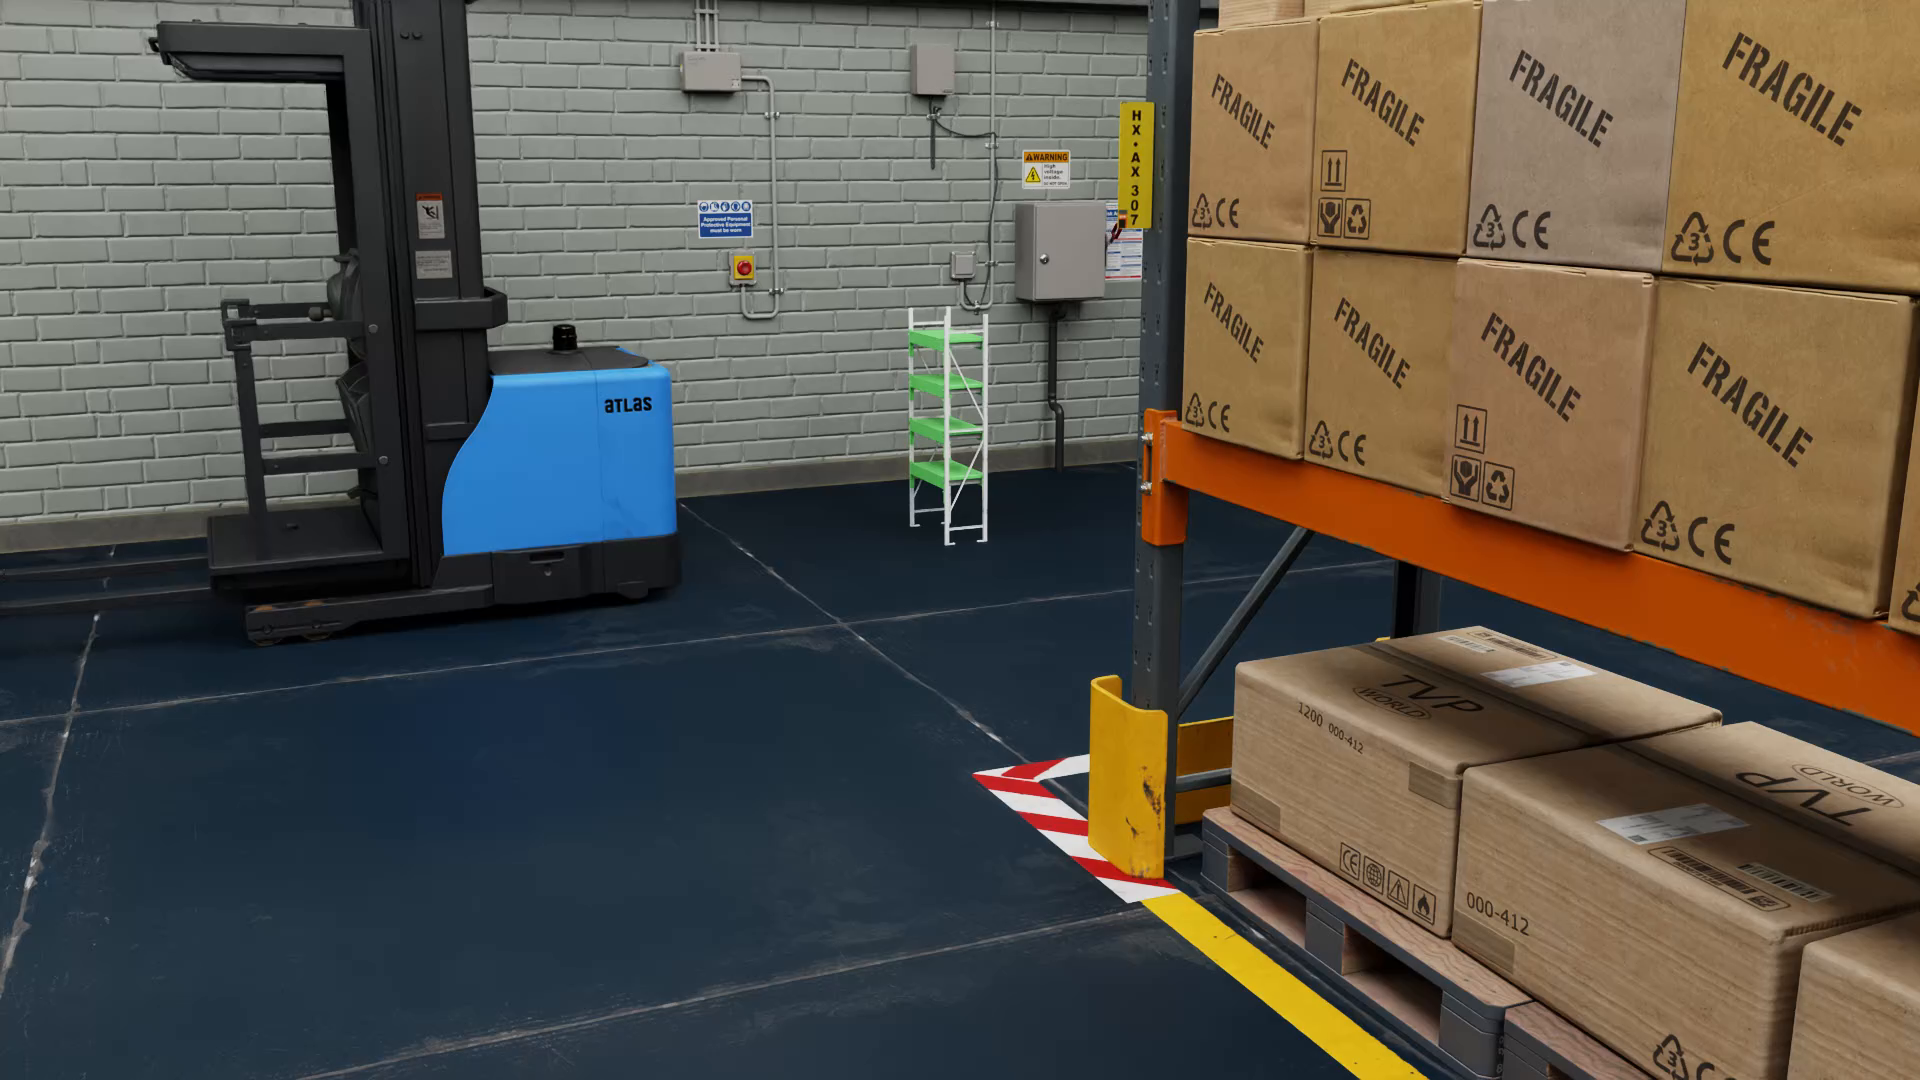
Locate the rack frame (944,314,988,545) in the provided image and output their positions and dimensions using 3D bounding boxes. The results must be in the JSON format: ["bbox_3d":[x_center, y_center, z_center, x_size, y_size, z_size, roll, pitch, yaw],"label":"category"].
[{"bbox_3d":[0.031,-0.568,8.665,0.240,1.200,0.015,-6,14,-23],"label":"rack frame"}]

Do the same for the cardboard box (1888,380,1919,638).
[{"bbox_3d":[1.732,-0.081,2.344,0.500,0.500,0.500,-6,14,-24],"label":"cardboard box"}]

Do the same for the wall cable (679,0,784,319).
[{"bbox_3d":[-1.305,-2.250,9.618,0.585,1.953,0.123,-6,14,-23],"label":"wall cable"}]

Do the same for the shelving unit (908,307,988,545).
[{"bbox_3d":[-0.066,-0.619,8.882,0.258,1.200,0.503,-6,14,-23],"label":"shelving unit"}]

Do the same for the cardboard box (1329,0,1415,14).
[{"bbox_3d":[1.033,-1.219,3.606,0.380,0.149,0.250,-5,14,-21],"label":"cardboard box"}]

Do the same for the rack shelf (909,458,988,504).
[{"bbox_3d":[-0.066,-0.323,8.951,0.258,0.148,0.480,-6,14,-23],"label":"rack shelf"}]

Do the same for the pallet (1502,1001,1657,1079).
[{"bbox_3d":[1.852,1.191,3.255,1.003,0.211,1.213,-6,14,-23],"label":"pallet"}]

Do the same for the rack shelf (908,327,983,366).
[{"bbox_3d":[-0.066,-1.024,8.789,0.258,0.148,0.480,-6,14,-23],"label":"rack shelf"}]

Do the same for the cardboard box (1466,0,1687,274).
[{"bbox_3d":[1.333,-0.776,3.133,0.500,0.500,0.500,-6,14,-23],"label":"cardboard box"}]

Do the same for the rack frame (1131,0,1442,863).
[{"bbox_3d":[0.975,-0.577,4.711,1.000,3.000,0.127,-6,14,-23],"label":"rack frame"}]

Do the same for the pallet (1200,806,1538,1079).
[{"bbox_3d":[1.367,0.940,4.342,1.003,0.211,1.213,-6,14,-23],"label":"pallet"}]

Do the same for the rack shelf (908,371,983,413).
[{"bbox_3d":[-0.066,-0.790,8.843,0.258,0.148,0.480,-6,14,-23],"label":"rack shelf"}]

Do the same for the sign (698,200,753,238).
[{"bbox_3d":[-1.373,-1.880,9.741,0.327,0.218,0.001,-6,14,-23],"label":"sign"}]

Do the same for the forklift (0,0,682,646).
[{"bbox_3d":[-2.854,-1.120,7.209,3.031,2.935,1.130,-6,14,-24],"label":"forklift"}]

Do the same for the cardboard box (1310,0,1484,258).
[{"bbox_3d":[1.120,-0.882,3.589,0.500,0.500,0.500,-6,14,-24],"label":"cardboard box"}]

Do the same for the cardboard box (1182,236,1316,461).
[{"bbox_3d":[0.905,-0.501,4.159,0.500,0.500,0.500,-6,14,-23],"label":"cardboard box"}]

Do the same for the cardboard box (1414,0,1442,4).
[{"bbox_3d":[1.155,-1.166,3.378,0.380,0.149,0.250,-6,14,-25],"label":"cardboard box"}]

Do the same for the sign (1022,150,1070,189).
[{"bbox_3d":[0.545,-2.340,10.495,0.339,0.242,0.001,-6,14,-23],"label":"sign"}]

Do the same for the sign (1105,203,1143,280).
[{"bbox_3d":[1.048,-1.941,10.814,0.329,0.494,0.001,-6,14,-23],"label":"sign"}]

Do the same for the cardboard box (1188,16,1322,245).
[{"bbox_3d":[0.907,-0.988,4.048,0.500,0.500,0.500,-6,14,-24],"label":"cardboard box"}]

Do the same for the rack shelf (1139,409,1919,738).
[{"bbox_3d":[1.777,0.187,3.007,1.077,0.370,4.000,-6,14,-23],"label":"rack shelf"}]

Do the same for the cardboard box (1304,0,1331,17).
[{"bbox_3d":[1.034,-1.283,3.883,0.380,0.149,0.250,-5,14,-22],"label":"cardboard box"}]

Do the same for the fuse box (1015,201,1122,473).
[{"bbox_3d":[0.678,-1.272,10.570,0.539,1.711,0.414,-6,14,-23],"label":"fuse box"}]

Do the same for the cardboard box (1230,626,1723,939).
[{"bbox_3d":[1.331,0.594,4.403,0.875,0.438,0.875,-6,14,-25],"label":"cardboard box"}]

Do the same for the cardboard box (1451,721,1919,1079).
[{"bbox_3d":[1.706,0.782,3.589,0.875,0.438,0.875,-5,14,-21],"label":"cardboard box"}]

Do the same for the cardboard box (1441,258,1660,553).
[{"bbox_3d":[1.320,-0.292,3.258,0.500,0.500,0.500,-6,14,-23],"label":"cardboard box"}]

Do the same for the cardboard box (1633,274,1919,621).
[{"bbox_3d":[1.536,-0.190,2.817,0.500,0.500,0.500,-5,14,-21],"label":"cardboard box"}]

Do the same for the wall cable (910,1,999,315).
[{"bbox_3d":[-0.010,-2.365,10.185,0.588,1.984,0.122,-6,14,-23],"label":"wall cable"}]

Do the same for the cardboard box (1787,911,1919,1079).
[{"bbox_3d":[2.065,0.969,2.783,0.875,0.438,0.875,-6,14,-25],"label":"cardboard box"}]

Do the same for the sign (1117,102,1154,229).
[{"bbox_3d":[0.465,-0.989,4.393,0.100,0.325,0.005,-6,14,-23],"label":"sign"}]

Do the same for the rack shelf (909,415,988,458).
[{"bbox_3d":[-0.066,-0.557,8.897,0.258,0.148,0.480,-6,14,-23],"label":"rack shelf"}]

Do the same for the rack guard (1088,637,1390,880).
[{"bbox_3d":[0.966,0.636,5.015,1.175,0.500,0.348,-6,14,-23],"label":"rack guard"}]

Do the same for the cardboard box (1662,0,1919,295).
[{"bbox_3d":[1.534,-0.673,2.688,0.500,0.500,0.500,-6,14,-23],"label":"cardboard box"}]

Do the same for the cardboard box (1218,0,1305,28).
[{"bbox_3d":[0.864,-1.331,4.089,0.380,0.149,0.250,-5,14,-22],"label":"cardboard box"}]

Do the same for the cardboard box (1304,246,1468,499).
[{"bbox_3d":[1.133,-0.399,3.719,0.500,0.500,0.500,-6,14,-24],"label":"cardboard box"}]

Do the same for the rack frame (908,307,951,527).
[{"bbox_3d":[-0.164,-0.669,9.100,0.240,1.200,0.015,-6,14,-23],"label":"rack frame"}]
